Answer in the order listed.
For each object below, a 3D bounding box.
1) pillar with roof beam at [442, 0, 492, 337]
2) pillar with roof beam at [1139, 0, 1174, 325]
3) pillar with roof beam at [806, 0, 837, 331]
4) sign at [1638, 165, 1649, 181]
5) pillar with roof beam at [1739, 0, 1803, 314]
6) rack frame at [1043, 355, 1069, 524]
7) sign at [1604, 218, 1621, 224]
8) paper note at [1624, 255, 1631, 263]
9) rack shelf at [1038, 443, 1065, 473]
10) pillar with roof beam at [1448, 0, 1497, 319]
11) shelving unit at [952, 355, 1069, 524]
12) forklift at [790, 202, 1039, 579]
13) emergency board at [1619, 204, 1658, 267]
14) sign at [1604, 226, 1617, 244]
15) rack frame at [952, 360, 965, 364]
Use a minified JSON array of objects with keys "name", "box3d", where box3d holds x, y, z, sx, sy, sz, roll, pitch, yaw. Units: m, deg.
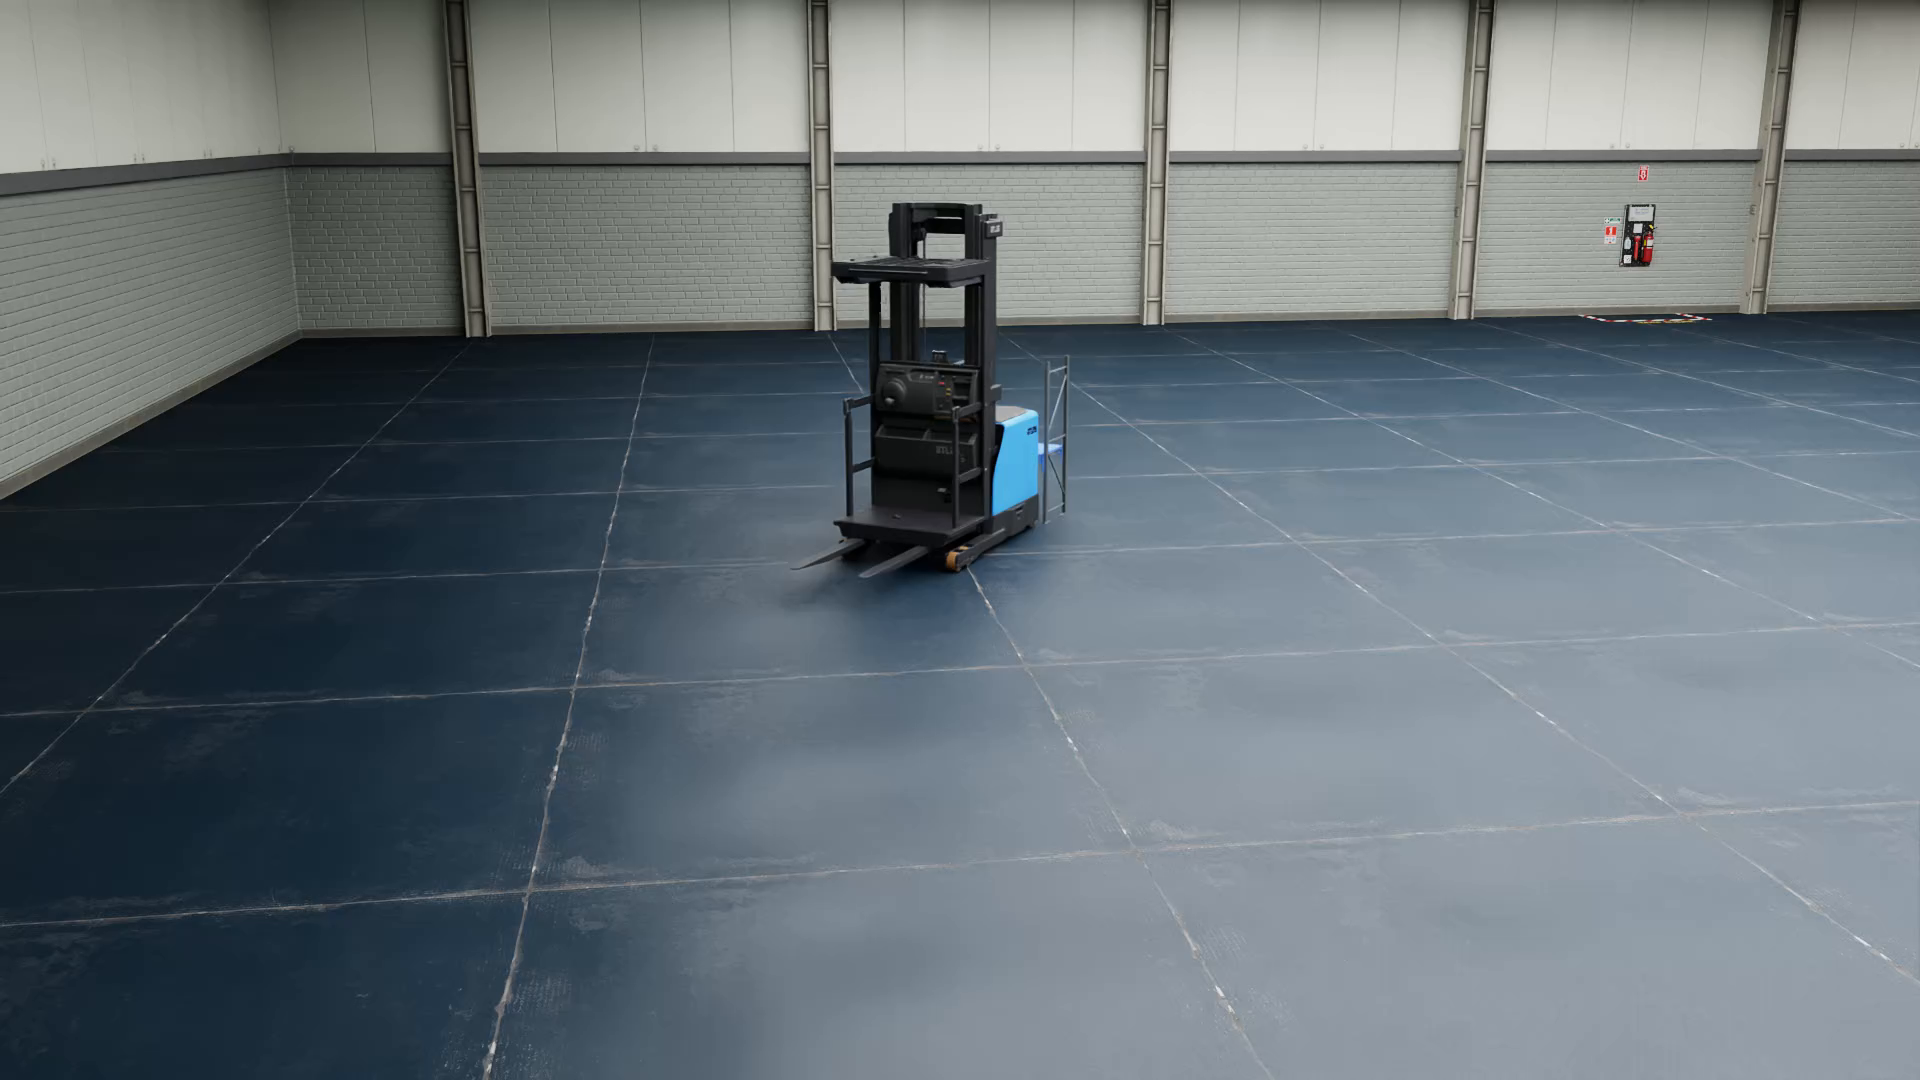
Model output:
[{"name":"pillar with roof beam","box3d":[-7.701,-6.869,23.611,0.400,9.000,9.100,-2,14,-8]},{"name":"pillar with roof beam","box3d":[4.165,-7.303,25.345,0.400,9.000,9.100,-2,14,-8]},{"name":"pillar with roof beam","box3d":[-1.768,-7.086,24.478,0.400,9.000,9.100,-2,14,-8]},{"name":"sign","box3d":[12.918,-6.932,31.430,0.199,0.298,0.001,-2,14,-8]},{"name":"pillar with roof beam","box3d":[16.031,-7.738,27.079,0.400,9.000,9.100,-2,14,-8]},{"name":"rack frame","box3d":[0.886,-0.928,15.337,0.032,1.500,0.500,7,15,25]},{"name":"sign","box3d":[12.384,-6.061,31.560,0.331,0.109,0.001,-2,14,-8]},{"name":"paper note","box3d":[12.755,-5.367,31.765,0.142,0.148,0.016,-2,14,-8]},{"name":"rack shelf","box3d":[0.429,-0.808,15.597,1.000,0.185,0.538,7,15,25]},{"name":"pillar with roof beam","box3d":[10.098,-7.521,26.212,0.400,9.000,9.100,-2,14,-8]},{"name":"shelving unit","box3d":[0.429,-0.982,15.553,1.048,1.500,0.538,7,15,25]},{"name":"forklift","box3d":[-0.370,-1.283,13.814,1.130,2.935,3.031,7,16,25]},{"name":"emergency board","box3d":[12.941,-5.784,31.617,0.643,1.169,0.194,-2,14,-8]},{"name":"sign","box3d":[12.378,-5.806,31.632,0.234,0.329,0.001,-2,14,-8]},{"name":"rack frame","box3d":[-0.028,-1.037,15.770,0.032,1.500,0.500,7,15,25]}]
